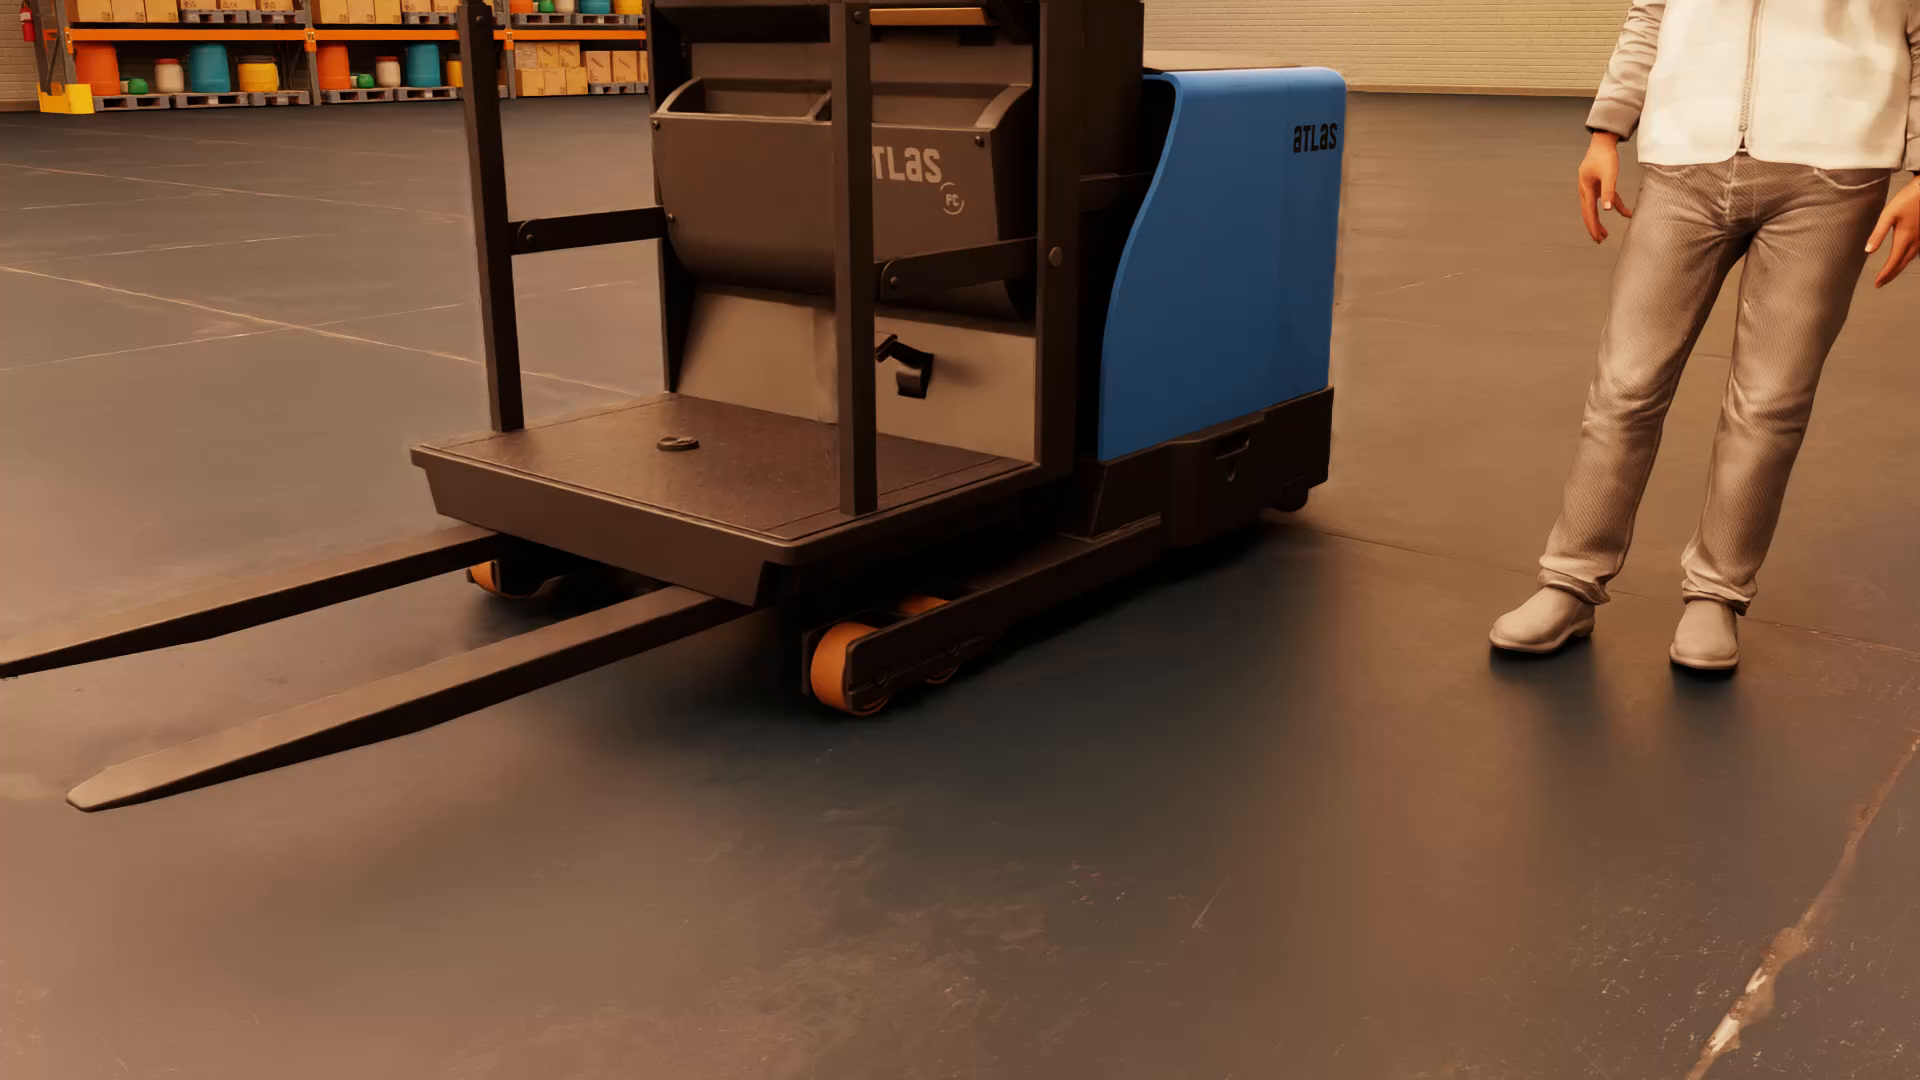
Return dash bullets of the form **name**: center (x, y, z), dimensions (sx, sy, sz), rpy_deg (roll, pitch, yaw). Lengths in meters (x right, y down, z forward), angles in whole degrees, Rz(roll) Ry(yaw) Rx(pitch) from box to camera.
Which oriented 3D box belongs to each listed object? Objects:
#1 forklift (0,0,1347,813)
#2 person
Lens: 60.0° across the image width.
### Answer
- **forklift**: center (-0.390, -1.255, 3.032), dimensions (1.130, 2.935, 3.031), rpy_deg (13, 21, 37)
- **person**: center (1.413, -0.643, 2.981), dimensions (0.633, 1.773, 0.567), rpy_deg (12, 21, 35)
